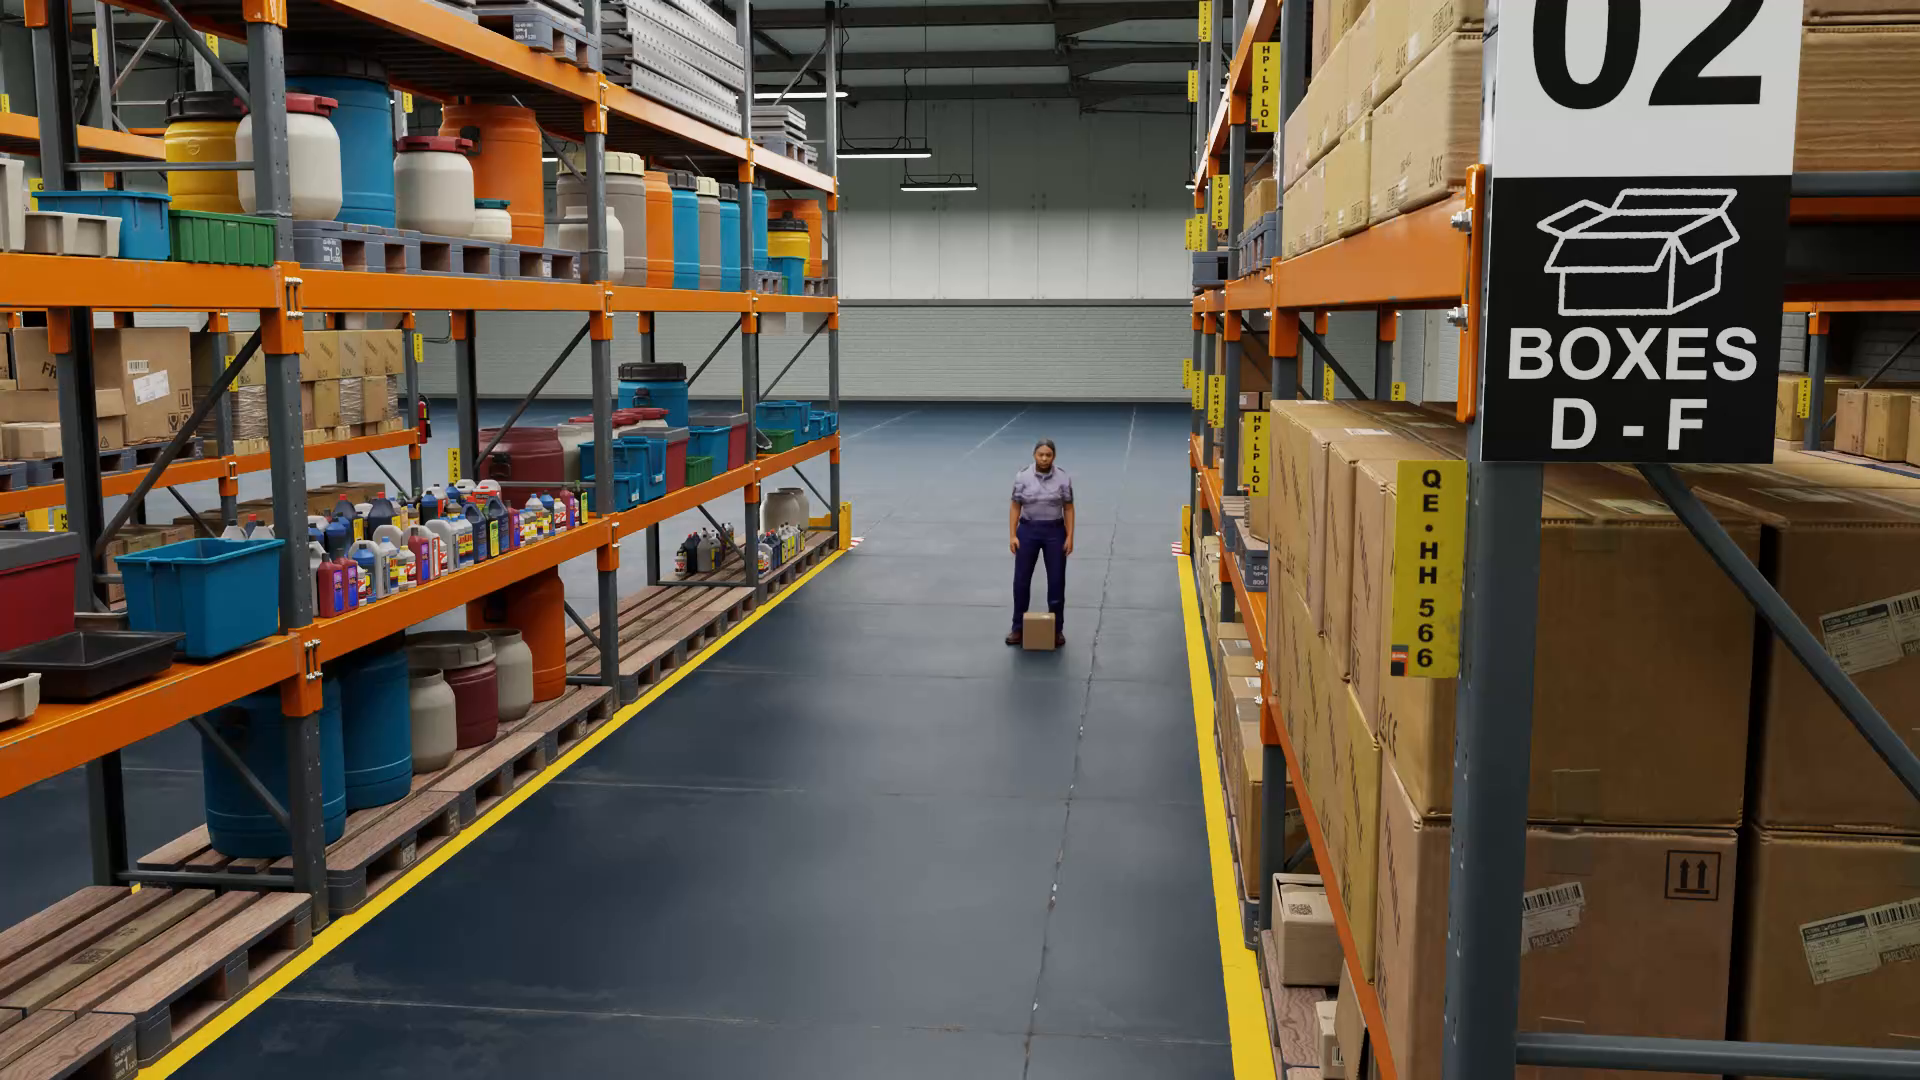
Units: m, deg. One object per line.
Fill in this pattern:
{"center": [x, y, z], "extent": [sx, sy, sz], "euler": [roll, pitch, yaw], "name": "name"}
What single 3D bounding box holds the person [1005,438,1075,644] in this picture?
{"center": [0.644, -0.002, 13.346], "extent": [0.549, 1.650, 0.367], "euler": [0, 8, 4], "name": "person"}
